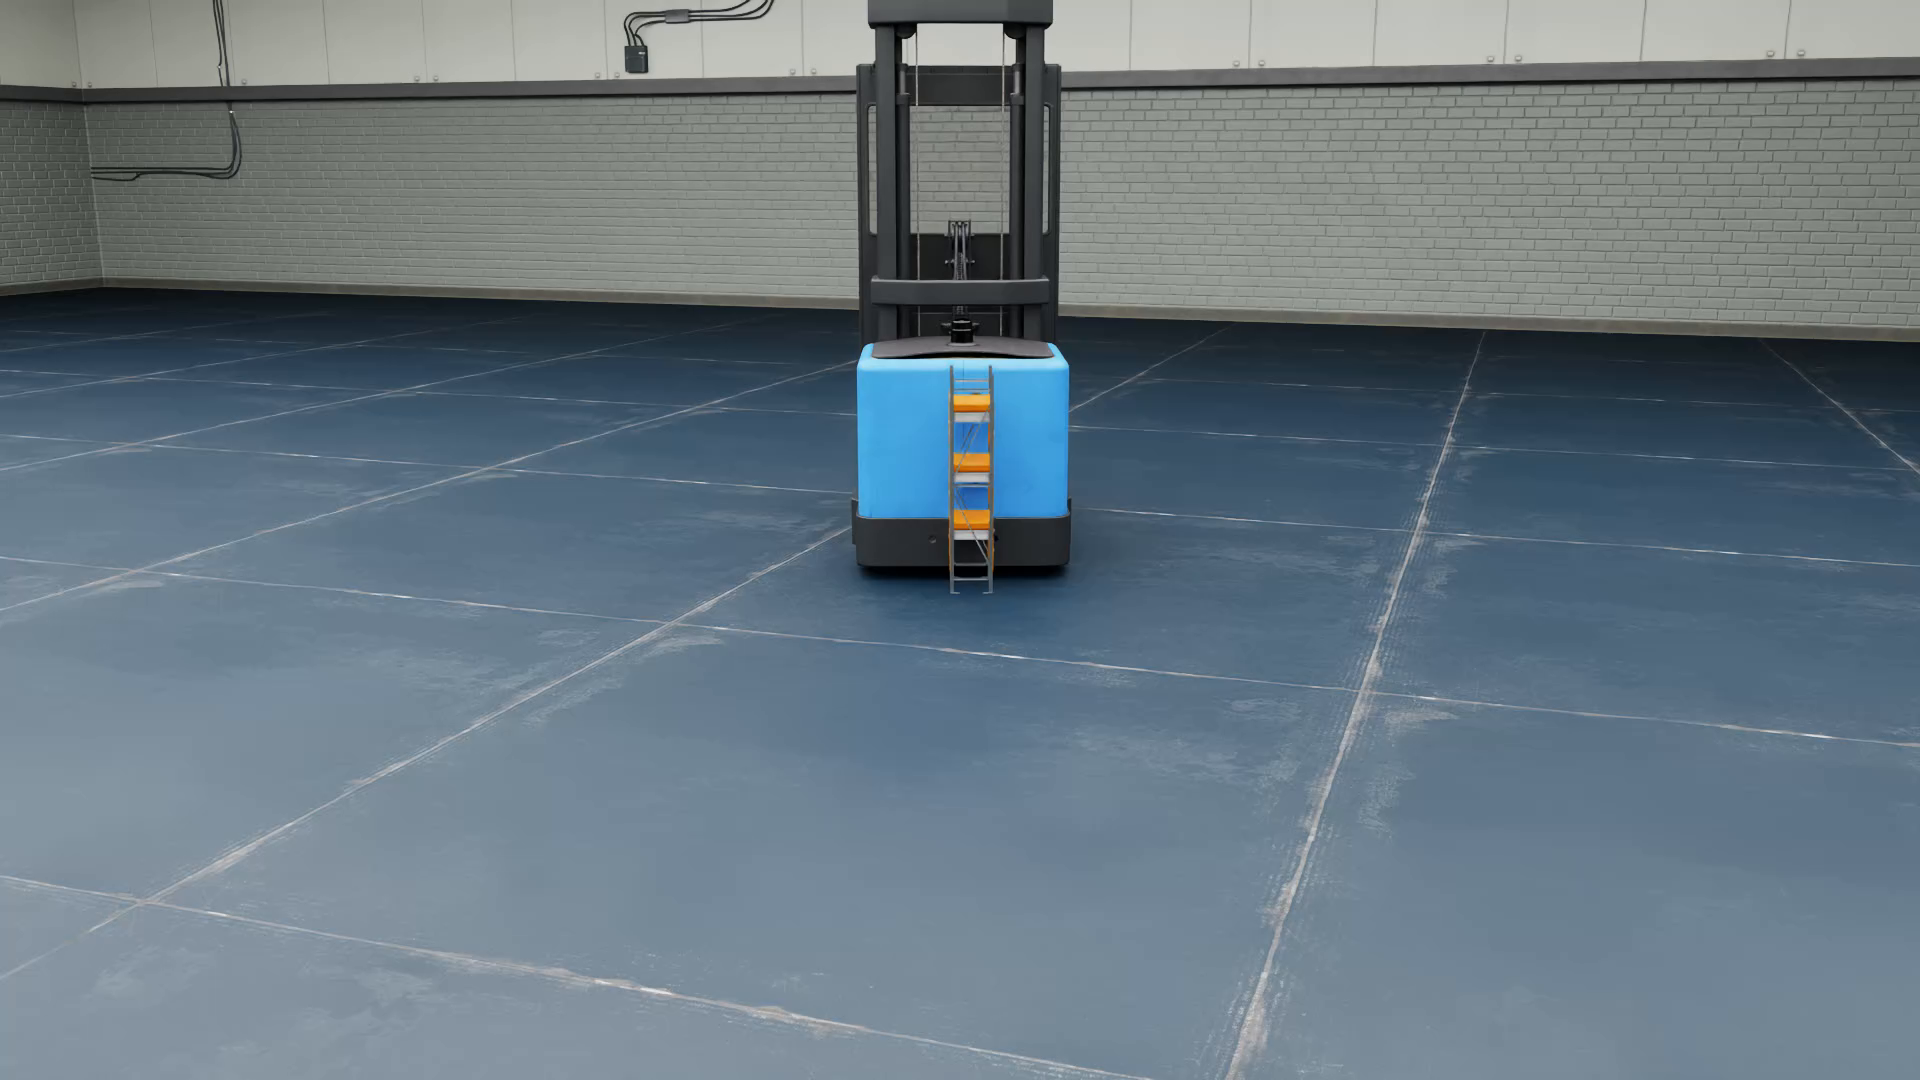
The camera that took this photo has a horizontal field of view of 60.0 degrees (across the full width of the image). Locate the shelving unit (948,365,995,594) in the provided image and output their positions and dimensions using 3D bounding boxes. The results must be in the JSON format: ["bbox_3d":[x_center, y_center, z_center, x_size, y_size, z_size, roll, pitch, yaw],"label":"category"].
[{"bbox_3d":[0.053,-0.284,7.847,0.215,1.050,0.252,0,16,-1],"label":"shelving unit"}]

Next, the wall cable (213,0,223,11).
[{"bbox_3d":[-9.971,-9.142,24.448,3.097,2.526,0.112,4,14,18],"label":"wall cable"}]

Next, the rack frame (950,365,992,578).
[{"bbox_3d":[0.051,-0.317,7.965,0.200,1.050,0.008,0,16,-1],"label":"rack frame"}]

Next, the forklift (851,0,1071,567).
[{"bbox_3d":[-0.012,-1.567,9.268,1.130,2.935,3.031,0,13,-1],"label":"forklift"}]

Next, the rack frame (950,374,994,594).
[{"bbox_3d":[0.054,-0.251,7.730,0.200,1.050,0.008,0,16,-1],"label":"rack frame"}]

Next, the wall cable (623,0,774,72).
[{"bbox_3d":[-3.553,-9.360,22.131,2.305,6.003,0.169,4,14,18],"label":"wall cable"}]

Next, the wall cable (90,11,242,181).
[{"bbox_3d":[-12.531,-6.875,25.864,3.097,2.526,0.112,4,14,18],"label":"wall cable"}]

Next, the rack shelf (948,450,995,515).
[{"bbox_3d":[0.053,-0.274,7.850,0.215,0.259,0.240,0,16,-1],"label":"rack shelf"}]

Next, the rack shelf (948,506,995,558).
[{"bbox_3d":[0.053,-0.006,7.925,0.215,0.259,0.240,0,16,-1],"label":"rack shelf"}]

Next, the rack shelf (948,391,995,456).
[{"bbox_3d":[0.053,-0.547,7.774,0.215,0.259,0.240,0,16,-1],"label":"rack shelf"}]
